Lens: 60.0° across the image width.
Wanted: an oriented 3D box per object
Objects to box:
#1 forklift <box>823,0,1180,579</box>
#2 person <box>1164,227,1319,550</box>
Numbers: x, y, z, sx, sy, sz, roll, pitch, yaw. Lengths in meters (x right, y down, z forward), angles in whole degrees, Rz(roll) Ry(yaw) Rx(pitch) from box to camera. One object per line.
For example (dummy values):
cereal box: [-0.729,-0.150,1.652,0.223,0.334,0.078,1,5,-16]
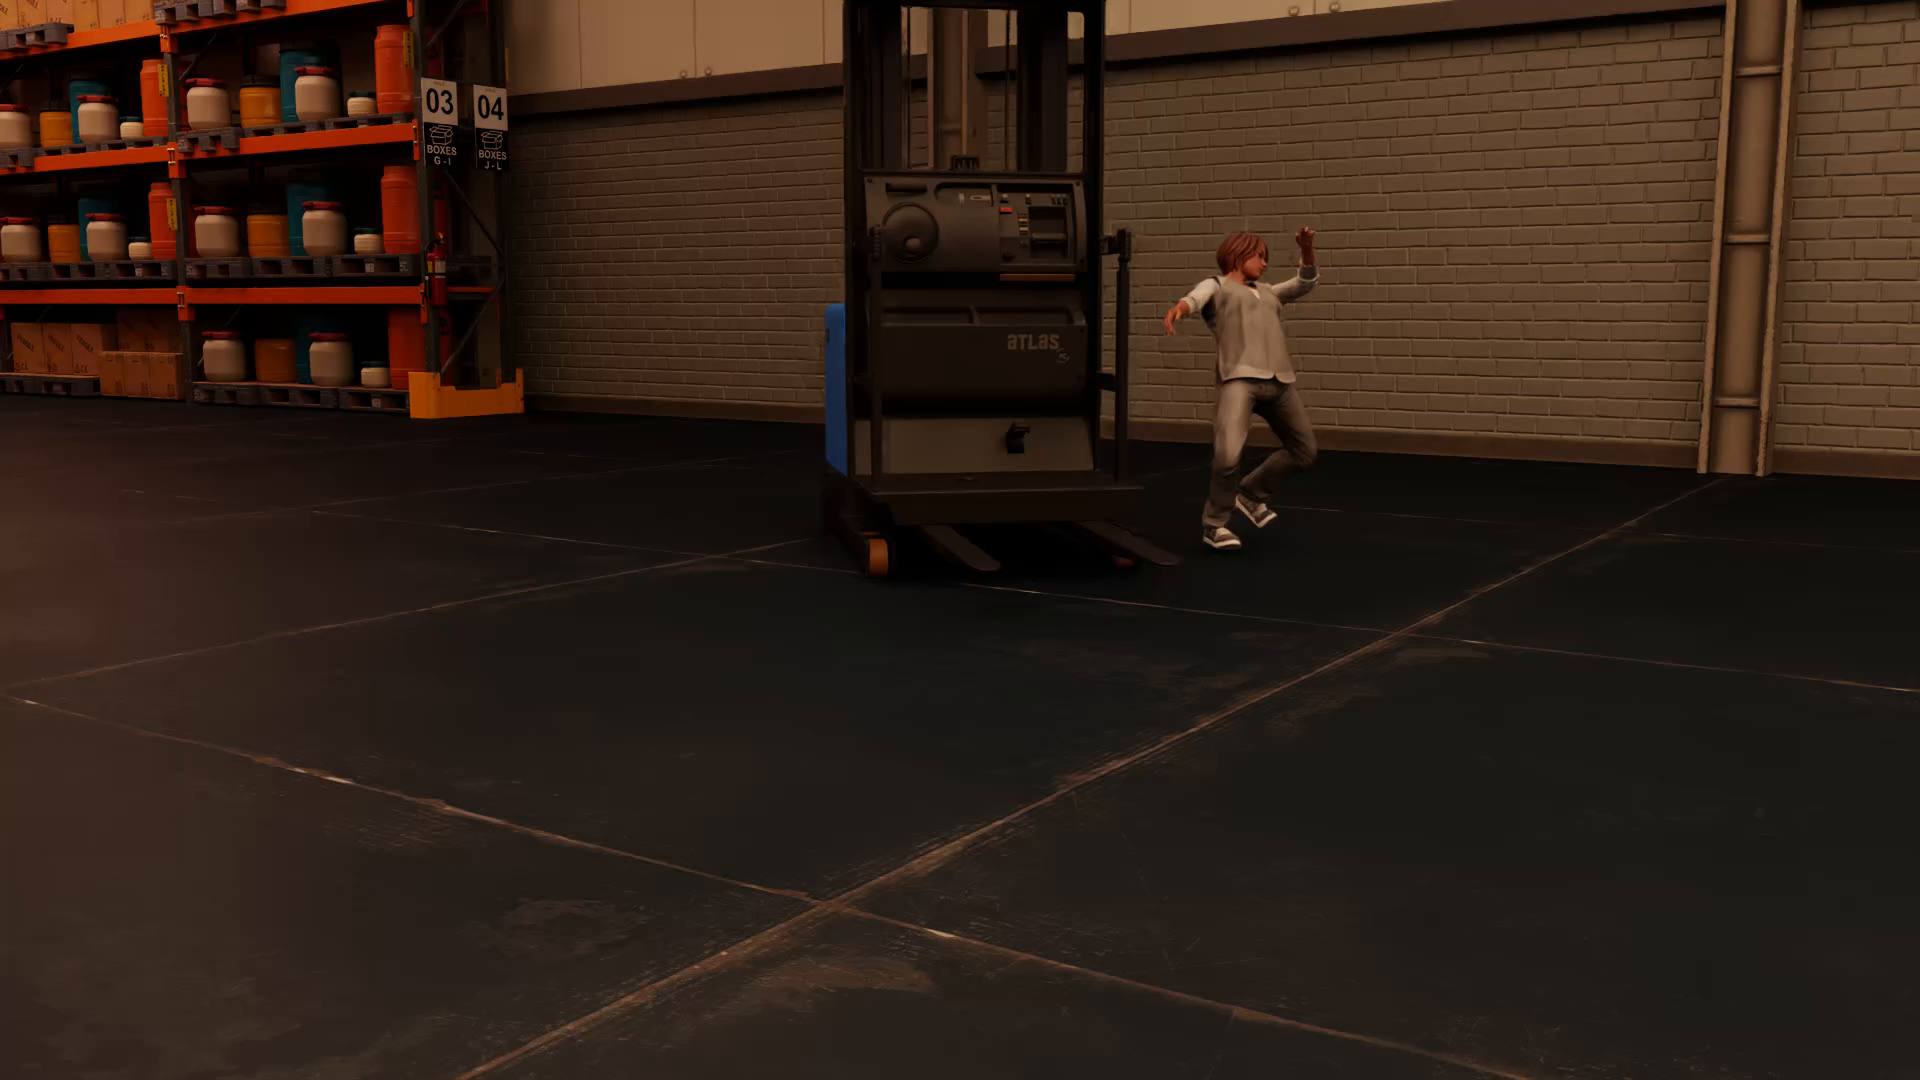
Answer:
forklift: [0.110,-1.353,6.705,1.130,2.935,3.031,-2,8,-11]
person: [1.164,-0.642,7.144,0.917,1.366,0.686,-6,10,-34]
